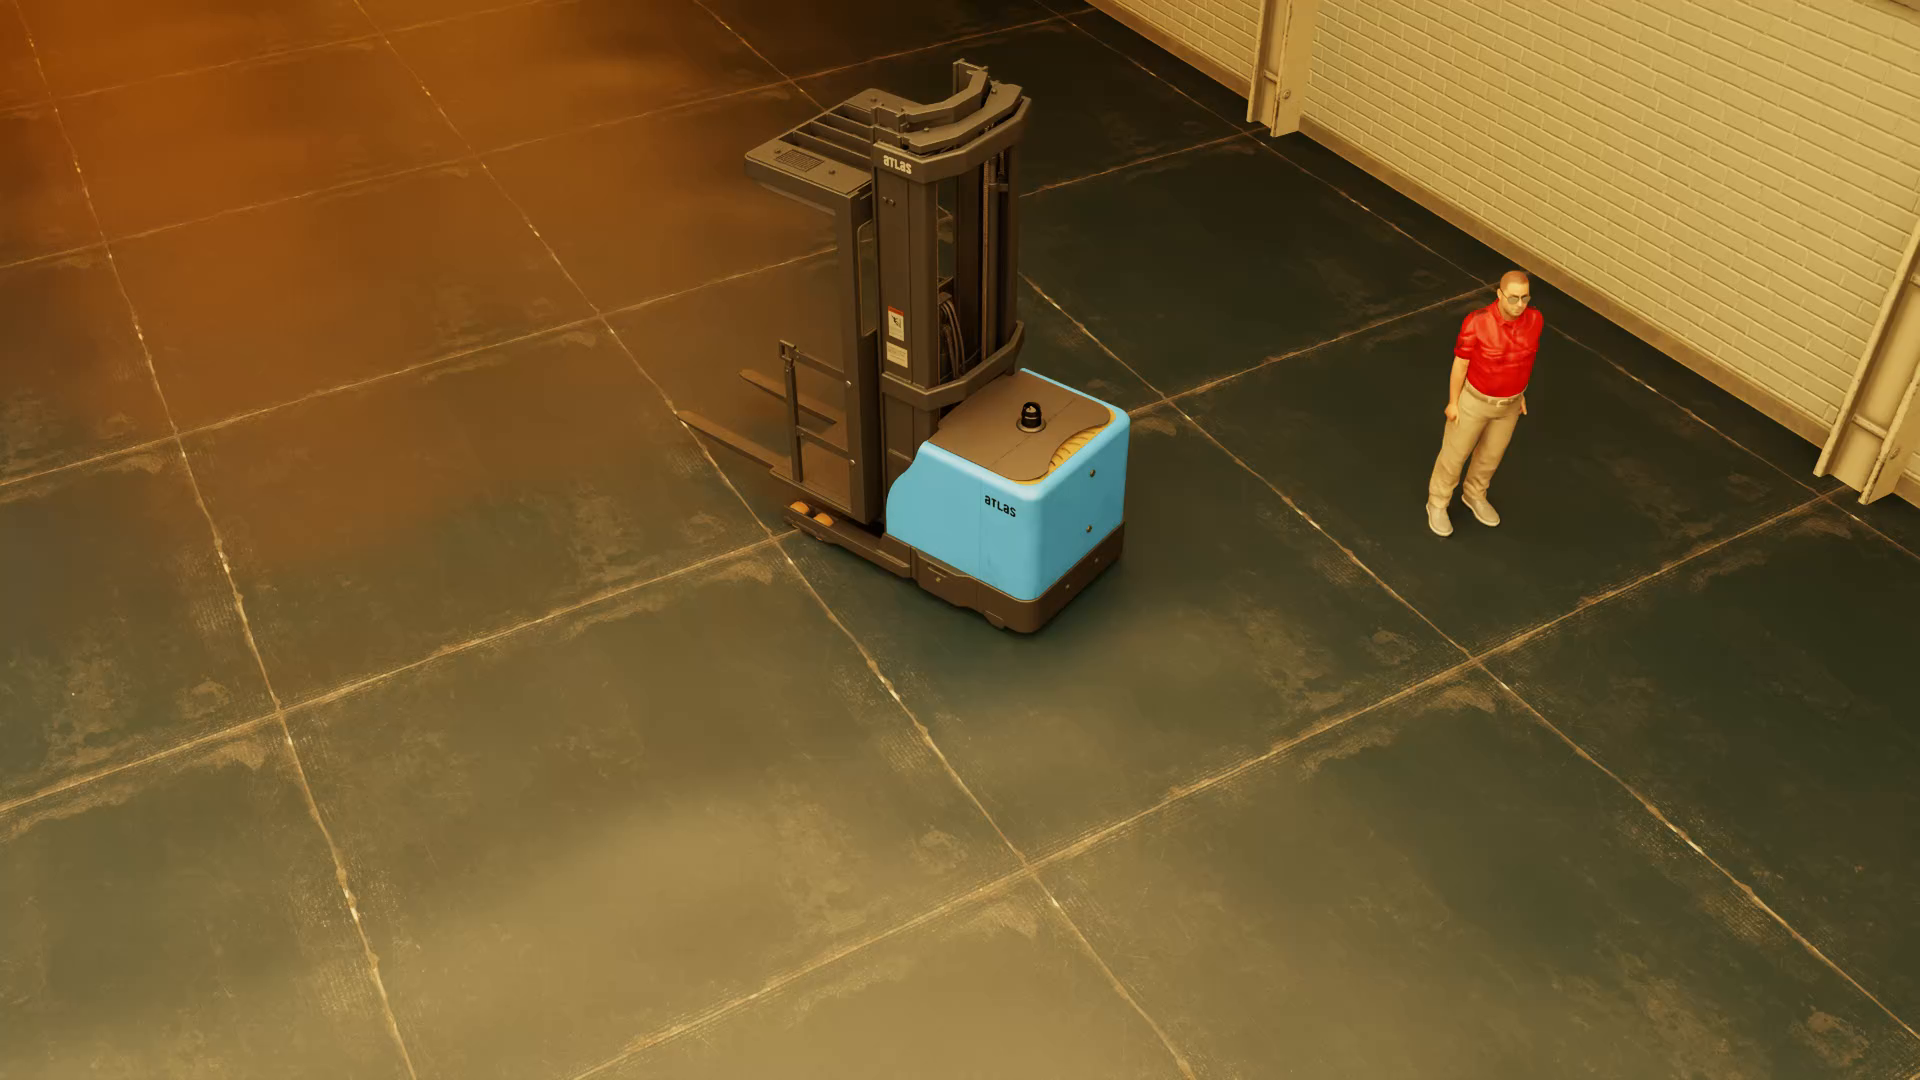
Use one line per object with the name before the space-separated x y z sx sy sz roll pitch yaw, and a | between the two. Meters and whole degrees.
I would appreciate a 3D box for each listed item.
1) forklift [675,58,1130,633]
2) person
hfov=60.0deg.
forklift | -0.481 -1.366 9.683 3.031 2.935 1.130 26 46 28
person | 3.176 -0.827 9.980 0.523 1.728 0.387 -9 41 -11
